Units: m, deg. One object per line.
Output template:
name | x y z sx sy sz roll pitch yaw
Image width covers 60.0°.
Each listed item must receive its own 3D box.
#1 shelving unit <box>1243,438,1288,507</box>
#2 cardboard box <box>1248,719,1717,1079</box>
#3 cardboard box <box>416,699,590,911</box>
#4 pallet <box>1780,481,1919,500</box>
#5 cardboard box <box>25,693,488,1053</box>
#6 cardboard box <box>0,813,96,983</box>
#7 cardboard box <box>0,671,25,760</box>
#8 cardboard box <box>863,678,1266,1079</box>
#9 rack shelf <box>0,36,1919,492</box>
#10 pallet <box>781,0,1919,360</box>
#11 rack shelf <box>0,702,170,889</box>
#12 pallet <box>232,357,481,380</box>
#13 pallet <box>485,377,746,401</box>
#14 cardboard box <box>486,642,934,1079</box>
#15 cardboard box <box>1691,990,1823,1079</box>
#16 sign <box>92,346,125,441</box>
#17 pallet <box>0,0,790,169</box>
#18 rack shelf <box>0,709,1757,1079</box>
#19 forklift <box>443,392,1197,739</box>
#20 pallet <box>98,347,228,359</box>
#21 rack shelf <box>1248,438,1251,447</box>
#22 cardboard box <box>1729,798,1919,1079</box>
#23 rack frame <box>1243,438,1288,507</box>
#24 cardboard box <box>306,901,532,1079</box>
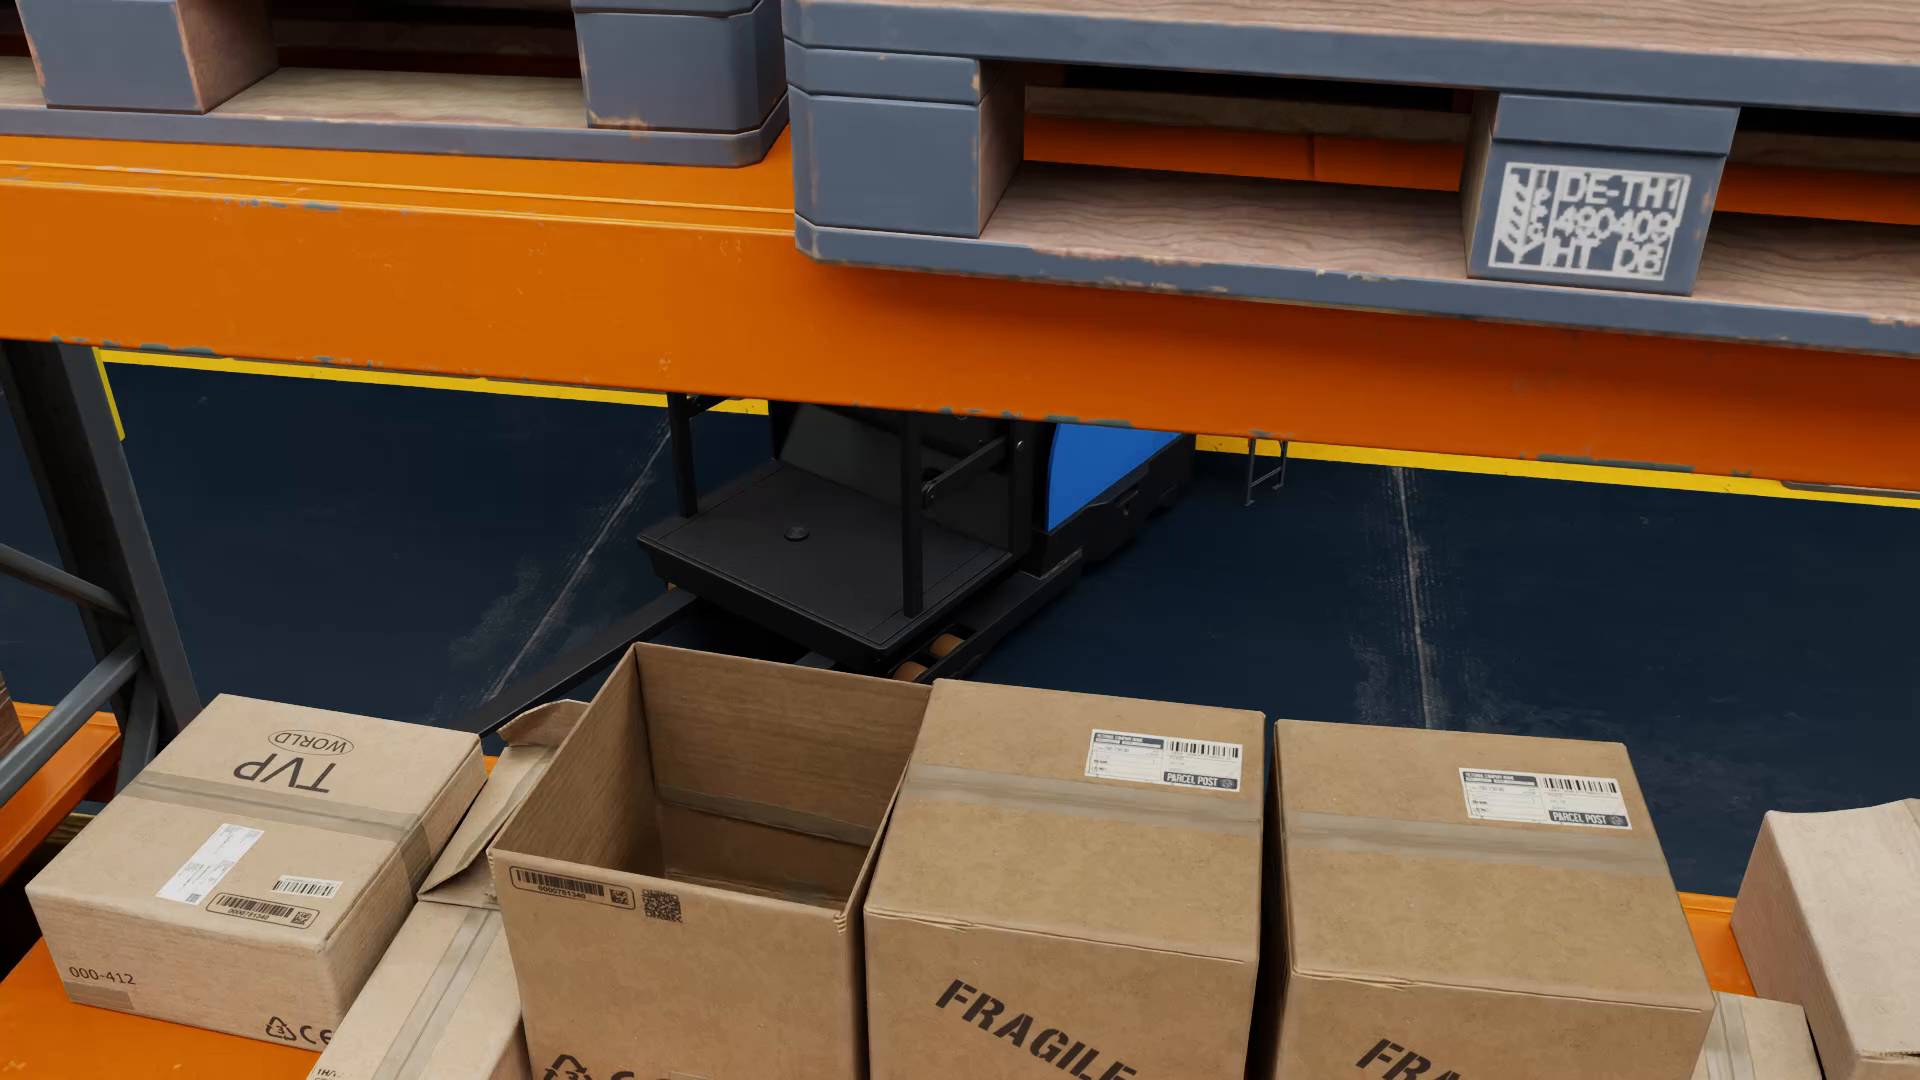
shelving unit | 1.020 -0.776 6.358 0.258 1.200 0.503 -27 41 -36
cardboard box | 0.683 0.617 2.342 0.500 0.500 0.500 3 32 6
cardboard box | -0.706 0.483 2.777 0.258 0.266 0.396 4 32 7
pallet | 3.934 -0.498 6.847 1.213 0.211 1.003 5 32 8
cardboard box | -1.110 0.529 2.720 0.500 0.250 0.500 7 33 11
cardboard box | -2.008 0.908 3.461 0.500 0.500 0.500 5 32 8
cardboard box | -2.042 0.365 2.745 0.500 0.500 0.700 4 32 7
cardboard box | 0.164 0.570 2.418 0.500 0.500 0.500 5 32 8
rack shelf | 0.368 -0.344 1.824 4.000 0.370 1.077 5 32 8
pallet | 0.553 -0.503 1.577 1.213 0.211 1.003 7 33 10
rack shelf | -3.575 0.570 3.190 4.000 0.370 1.077 5 32 8
pallet | -2.648 -1.114 7.831 1.213 0.211 1.003 5 32 8
pallet | -1.441 -1.007 7.659 1.213 0.211 1.003 5 32 8
cardboard box | -0.330 0.526 2.489 0.500 0.500 0.500 7 33 12
cardboard box | 1.073 0.823 2.345 0.250 0.149 0.380 8 33 12
sign | -1.521 -0.298 2.882 0.005 0.325 0.100 5 32 8
pallet | -0.732 -0.675 1.854 1.217 0.209 0.805 4 32 6
rack shelf | 0.368 0.927 2.619 4.000 0.370 1.077 5 32 8
forklift | -0.379 -0.979 5.051 1.130 2.935 3.031 22 38 31
pallet | -3.847 -1.225 8.007 1.213 0.211 1.003 5 32 8
rack shelf | 1.020 -0.550 6.499 0.258 0.148 0.480 -27 41 -36
cardboard box | 1.491 0.658 2.456 0.500 0.311 0.500 5 32 8
rack frame | 1.191 -0.683 6.210 0.240 1.200 0.015 -27 41 -36
cardboard box | -0.764 0.736 2.483 0.250 0.149 0.380 5 32 8
